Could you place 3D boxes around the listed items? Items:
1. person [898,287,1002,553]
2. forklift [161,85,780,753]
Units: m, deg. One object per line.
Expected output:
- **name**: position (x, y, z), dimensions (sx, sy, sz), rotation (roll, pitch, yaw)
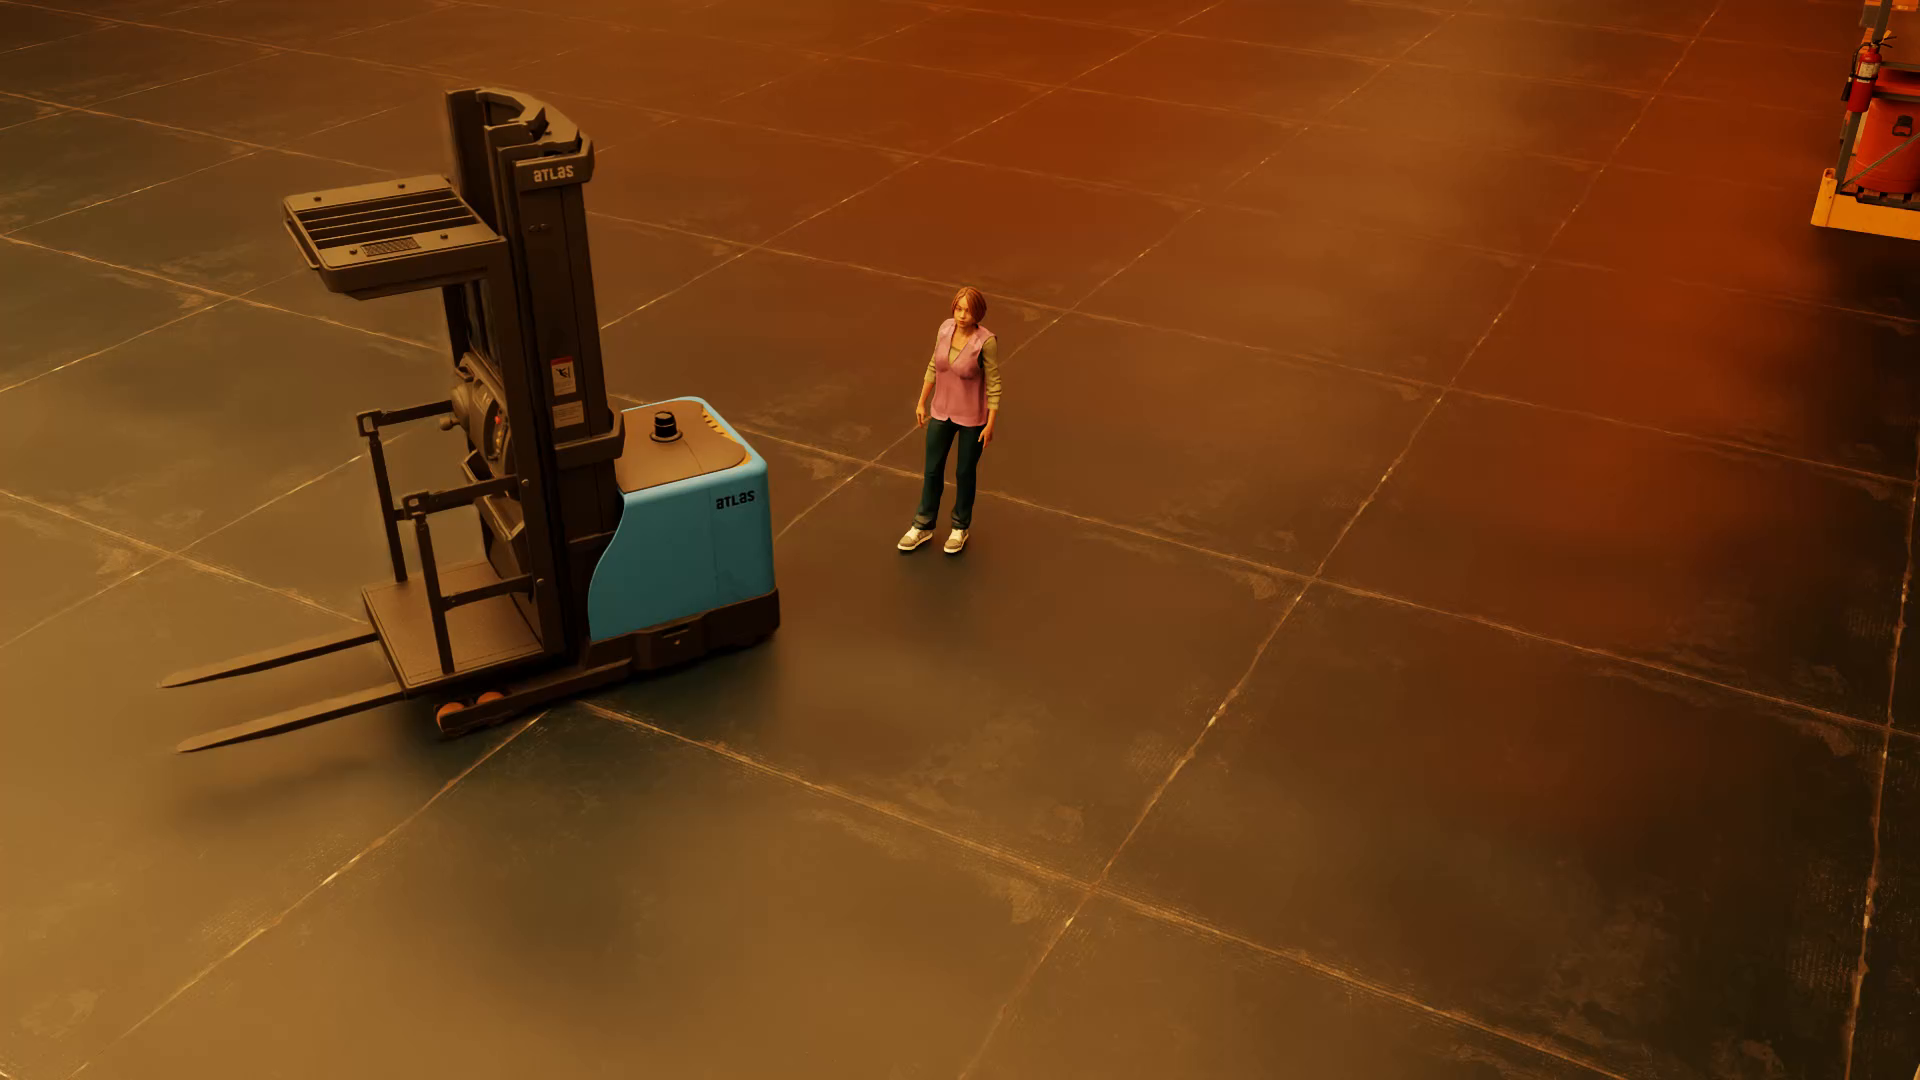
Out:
- **person**: position (-0.048, -0.669, 9.550), dimensions (0.520, 1.596, 0.475), rotation (15, 33, 25)
- **forklift**: position (-2.520, -0.591, 8.095), dimensions (3.031, 2.935, 1.130), rotation (-16, 33, -25)
